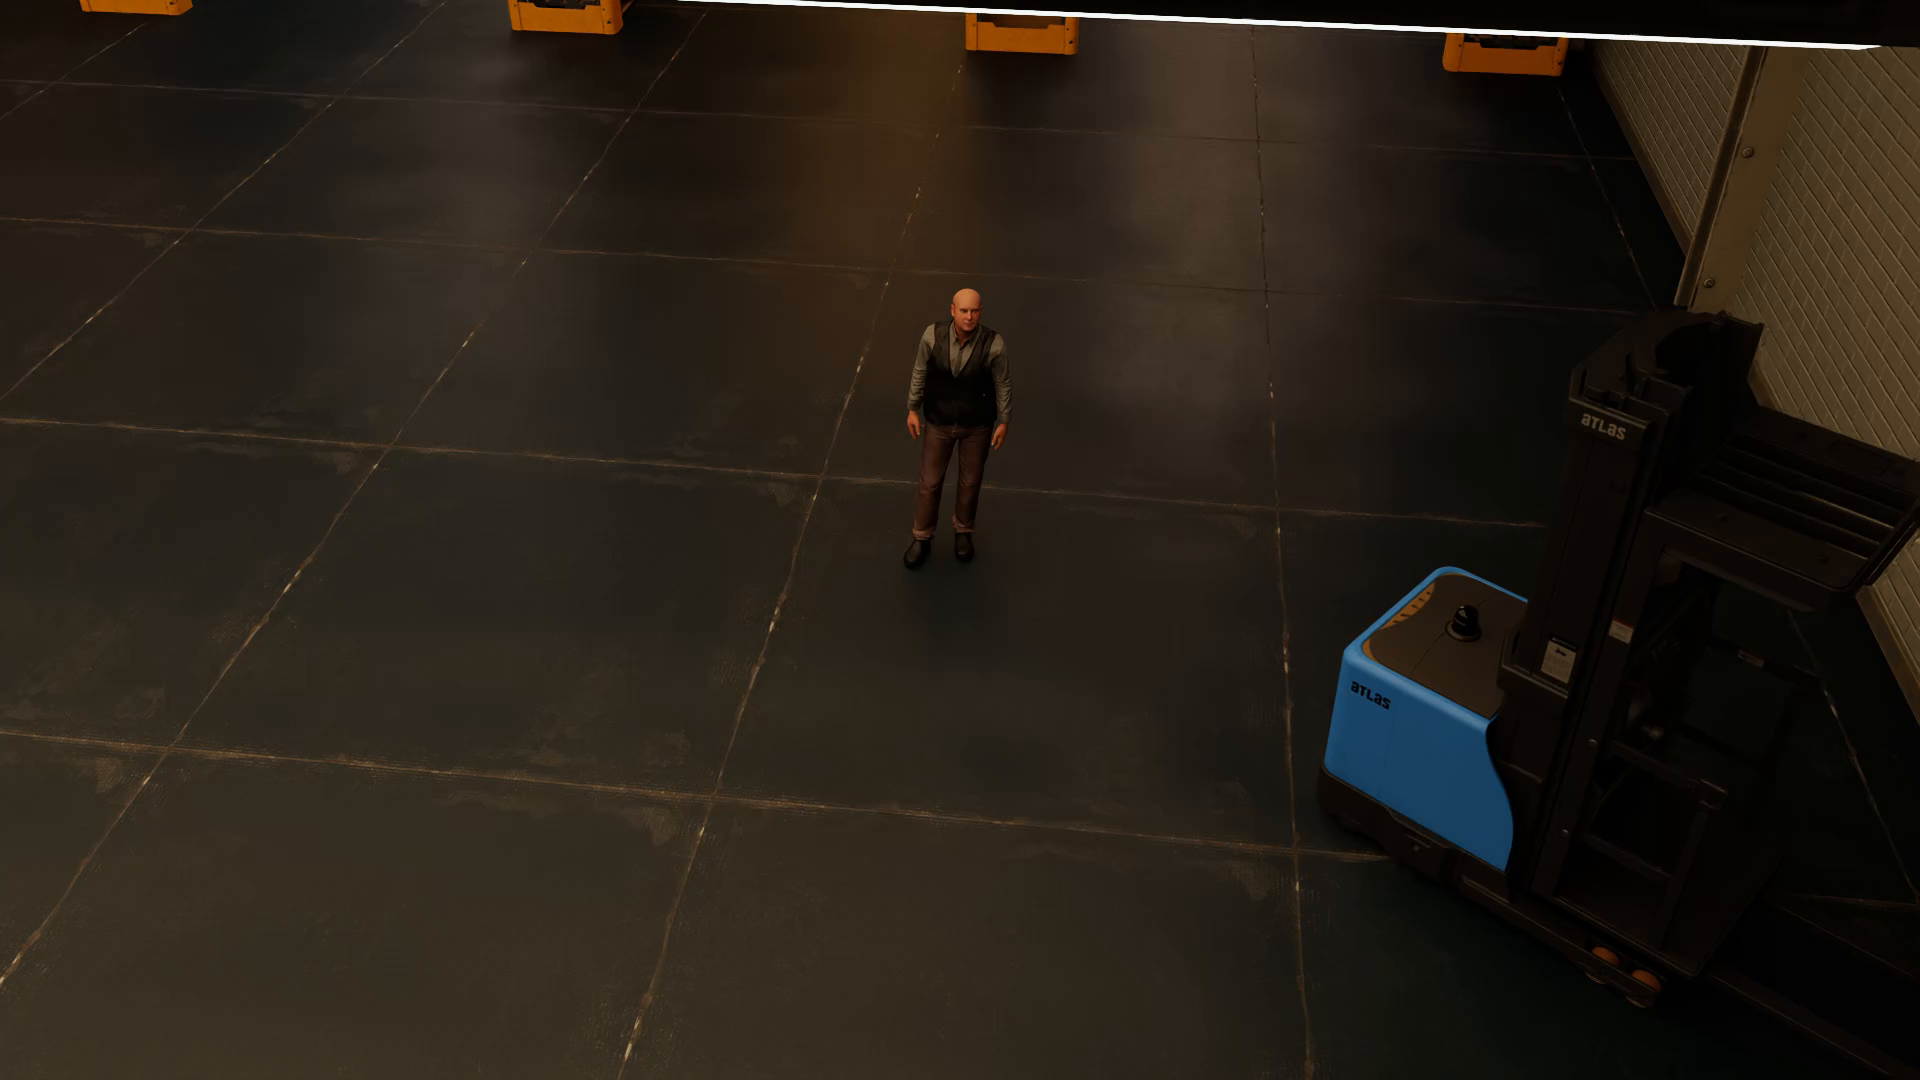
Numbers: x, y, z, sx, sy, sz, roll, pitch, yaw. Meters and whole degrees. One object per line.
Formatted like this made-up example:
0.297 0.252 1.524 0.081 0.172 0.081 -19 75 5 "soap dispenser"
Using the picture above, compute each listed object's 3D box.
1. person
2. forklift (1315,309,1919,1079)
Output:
-0.016 -0.658 9.929 0.633 1.722 0.551 4 37 6 "person"
3.250 0.601 7.214 3.031 2.935 1.130 29 45 33 "forklift"
